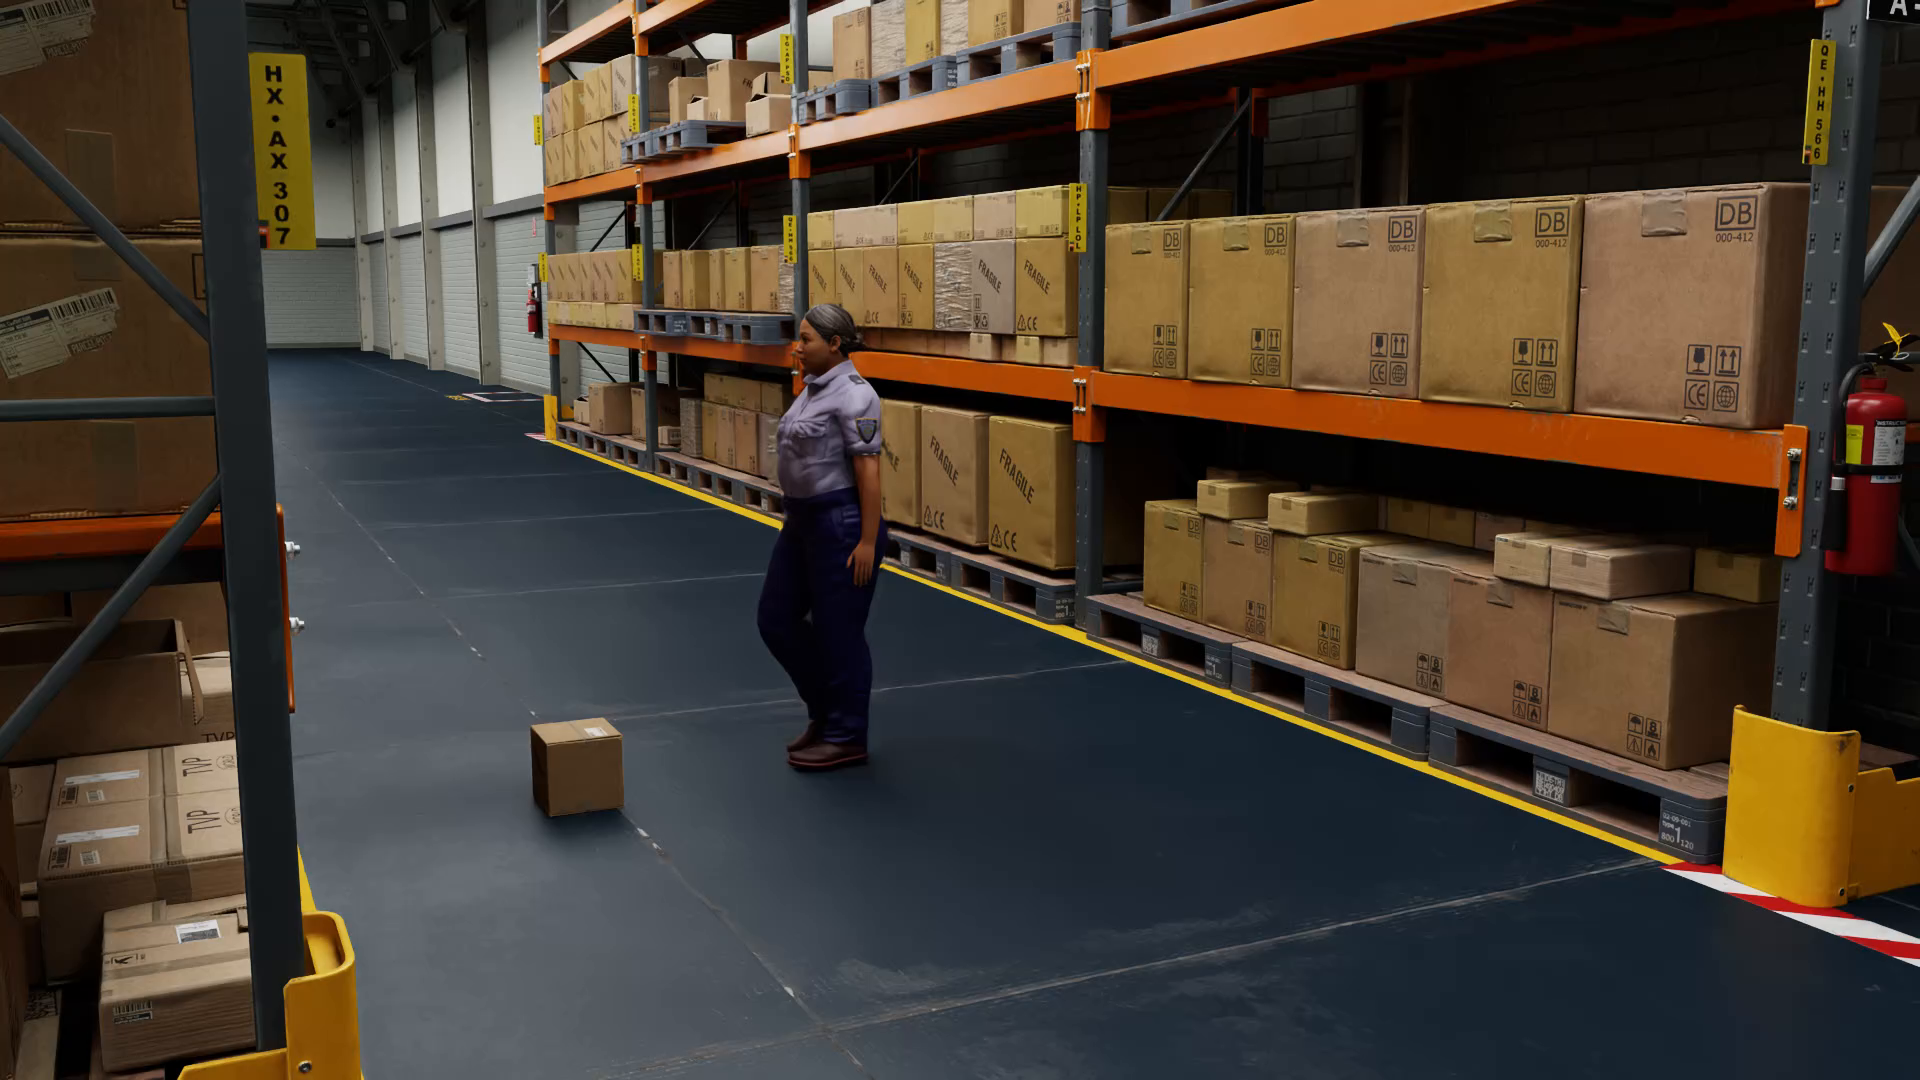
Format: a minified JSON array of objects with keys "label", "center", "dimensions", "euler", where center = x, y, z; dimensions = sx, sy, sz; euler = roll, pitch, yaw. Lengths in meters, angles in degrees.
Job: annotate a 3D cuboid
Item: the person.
[{"label":"person","center":[-0.484,0.001,5.915],"dimensions":[0.398,1.674,0.487],"euler":[-4,10,-27]}]
